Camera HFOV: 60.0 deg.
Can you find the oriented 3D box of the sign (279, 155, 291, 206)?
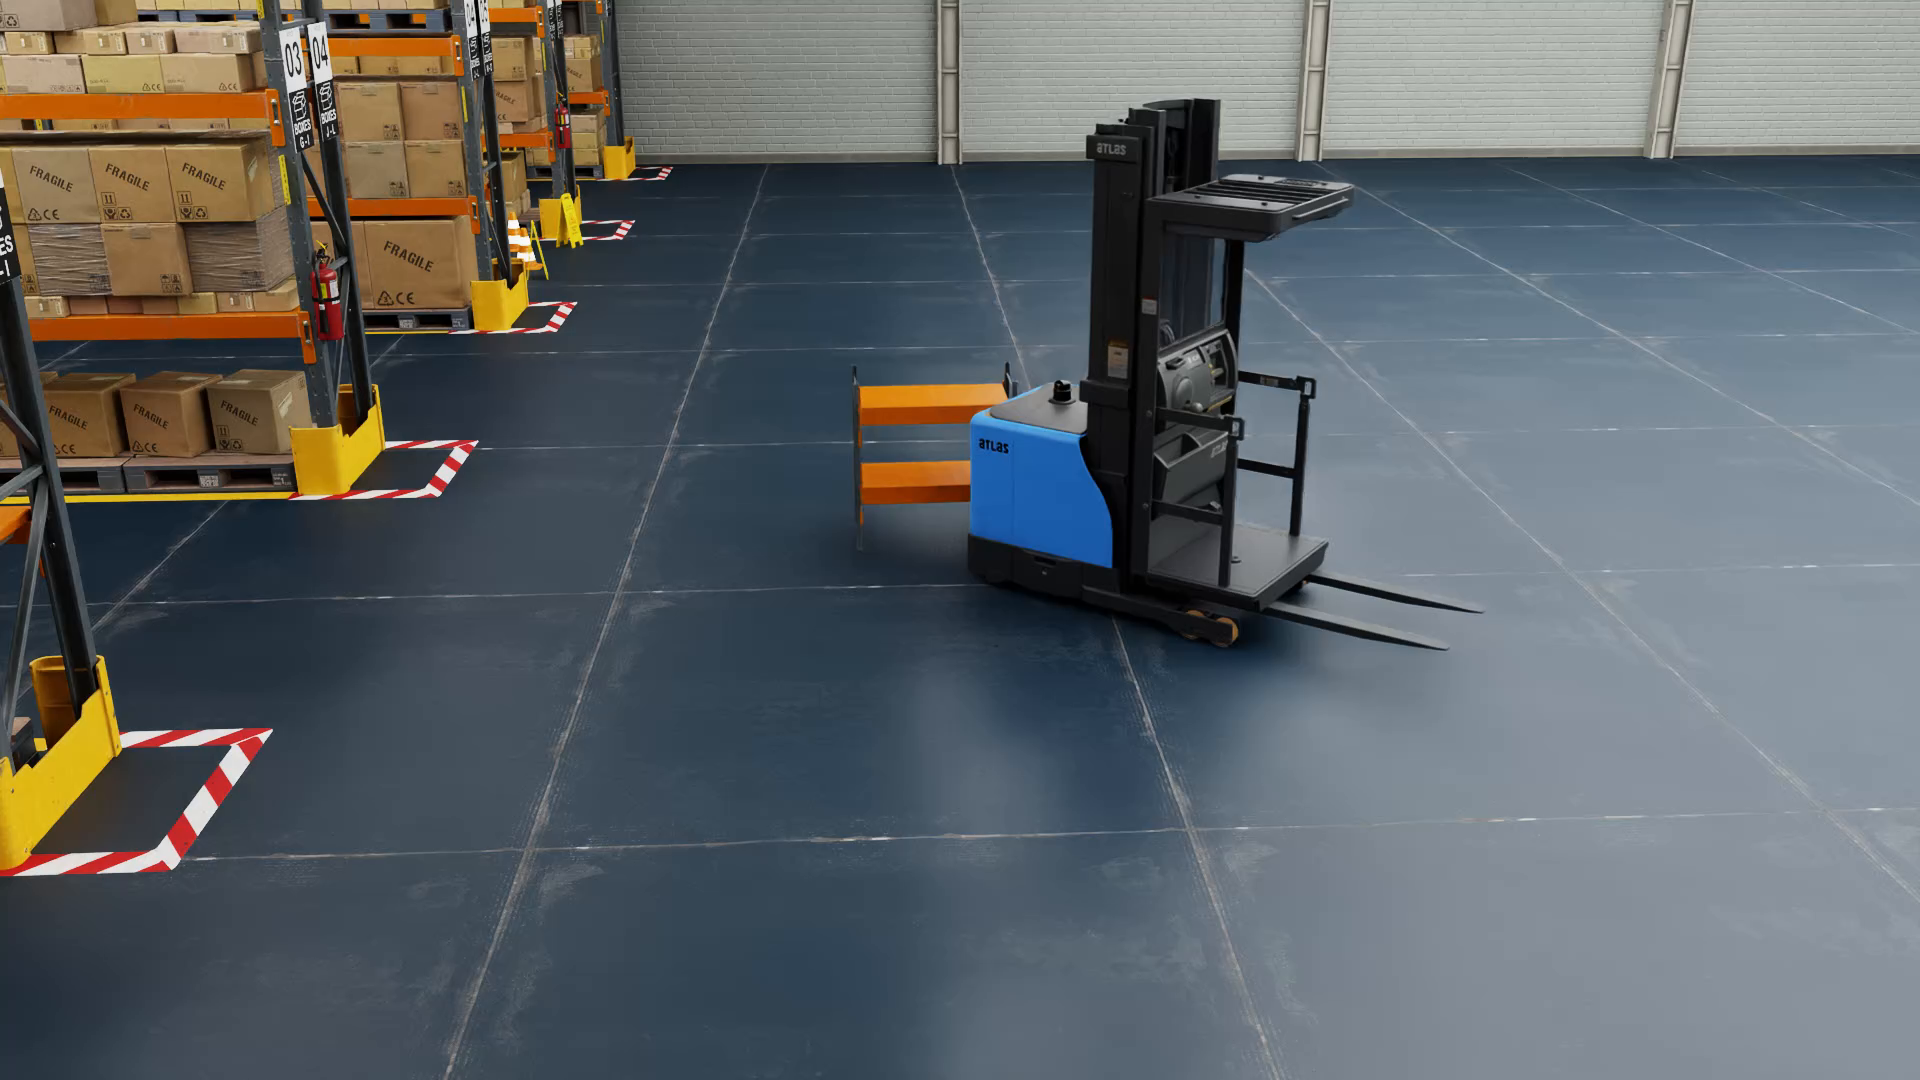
[{"bbox_3d":[-4.548,-2.424,11.201,0.005,0.325,0.100,-1,21,-3],"label":"sign"}]

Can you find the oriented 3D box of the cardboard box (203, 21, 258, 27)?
[{"bbox_3d":[-5.112,-3.557,11.681,0.250,0.149,0.380,-1,21,-2],"label":"cardboard box"}]

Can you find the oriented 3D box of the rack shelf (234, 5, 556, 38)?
[{"bbox_3d":[-7.122,-6.478,20.716,4.000,0.370,1.077,-1,21,-3],"label":"rack shelf"}]

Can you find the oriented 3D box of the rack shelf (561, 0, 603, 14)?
[{"bbox_3d":[-7.409,-8.241,25.347,4.000,0.370,1.077,-1,21,-3],"label":"rack shelf"}]

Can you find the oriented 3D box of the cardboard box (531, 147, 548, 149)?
[{"bbox_3d":[-6.382,-6.234,25.851,0.500,0.250,0.500,-1,21,-4],"label":"cardboard box"}]

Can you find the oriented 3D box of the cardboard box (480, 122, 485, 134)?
[{"bbox_3d":[-5.990,-5.210,20.943,0.250,0.149,0.380,-2,21,-4],"label":"cardboard box"}]

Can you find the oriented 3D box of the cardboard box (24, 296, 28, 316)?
[{"bbox_3d":[-6.577,-1.688,11.692,0.250,0.149,0.380,-1,21,-3],"label":"cardboard box"}]

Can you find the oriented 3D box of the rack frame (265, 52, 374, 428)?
[{"bbox_3d":[-4.560,-1.933,11.982,0.127,3.000,1.000,-1,21,-3],"label":"rack frame"}]

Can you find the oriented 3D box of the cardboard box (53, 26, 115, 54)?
[{"bbox_3d":[-5.856,-3.352,11.144,0.250,0.149,0.380,-1,21,-2],"label":"cardboard box"}]

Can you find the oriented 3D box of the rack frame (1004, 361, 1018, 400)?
[{"bbox_3d":[0.332,-0.576,11.052,0.032,1.125,0.500,-2,21,-4],"label":"rack frame"}]

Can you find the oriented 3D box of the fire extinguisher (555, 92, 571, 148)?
[{"bbox_3d":[-4.985,-5.256,20.818,0.183,0.674,0.296,-1,21,-3],"label":"fire extinguisher"}]

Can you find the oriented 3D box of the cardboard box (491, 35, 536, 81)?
[{"bbox_3d":[-5.623,-6.018,20.749,0.500,0.500,0.700,-2,21,-4],"label":"cardboard box"}]

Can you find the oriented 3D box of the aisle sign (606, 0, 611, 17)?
[{"bbox_3d":[-5.330,-8.328,25.126,0.004,0.787,0.394,-1,21,-3],"label":"aisle sign"}]

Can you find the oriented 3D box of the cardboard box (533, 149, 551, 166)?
[{"bbox_3d":[-6.360,-5.999,25.936,0.500,0.250,0.500,-1,21,-3],"label":"cardboard box"}]

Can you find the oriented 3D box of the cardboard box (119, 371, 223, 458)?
[{"bbox_3d":[-5.779,-0.930,12.270,0.500,0.500,0.500,4,21,11],"label":"cardboard box"}]

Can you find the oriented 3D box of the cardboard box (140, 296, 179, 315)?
[{"bbox_3d":[-5.579,-1.708,11.746,0.250,0.149,0.380,-1,21,-3],"label":"cardboard box"}]

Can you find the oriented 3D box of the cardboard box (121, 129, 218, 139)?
[{"bbox_3d":[-5.624,-2.664,11.938,0.500,0.500,0.500,-1,21,-3],"label":"cardboard box"}]

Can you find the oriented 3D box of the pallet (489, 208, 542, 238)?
[{"bbox_3d":[-6.014,-4.144,21.710,1.213,0.211,1.003,-1,21,-3],"label":"pallet"}]

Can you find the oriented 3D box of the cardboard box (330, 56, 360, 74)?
[{"bbox_3d":[-7.653,-5.960,20.596,0.500,0.500,0.700,-2,21,-4],"label":"cardboard box"}]

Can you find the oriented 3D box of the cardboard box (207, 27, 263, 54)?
[{"bbox_3d":[-4.819,-3.334,11.098,0.250,0.149,0.380,-1,21,-3],"label":"cardboard box"}]

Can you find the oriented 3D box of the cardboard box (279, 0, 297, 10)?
[{"bbox_3d":[-6.323,-5.071,15.632,0.250,0.149,0.380,-1,21,-3],"label":"cardboard box"}]

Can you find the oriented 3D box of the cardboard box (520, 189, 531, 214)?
[{"bbox_3d":[-5.946,-4.446,21.858,0.500,0.250,0.500,-1,21,-3],"label":"cardboard box"}]

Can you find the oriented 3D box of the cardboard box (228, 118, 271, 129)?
[{"bbox_3d":[-6.747,-4.214,16.244,0.500,0.550,0.875,-1,21,-3],"label":"cardboard box"}]

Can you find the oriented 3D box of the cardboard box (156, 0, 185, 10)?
[{"bbox_3d":[-7.337,-5.051,15.578,0.250,0.149,0.380,-1,21,-4],"label":"cardboard box"}]

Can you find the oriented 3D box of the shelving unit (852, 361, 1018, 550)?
[{"bbox_3d":[-0.175,-0.561,11.013,1.048,1.125,0.538,-2,21,-4],"label":"shelving unit"}]

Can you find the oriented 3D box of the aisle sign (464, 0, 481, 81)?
[{"bbox_3d":[-4.654,-4.807,15.876,0.004,0.787,0.394,-1,21,-3],"label":"aisle sign"}]

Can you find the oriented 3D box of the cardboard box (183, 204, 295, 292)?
[{"bbox_3d":[-5.110,-2.117,11.907,0.500,0.500,0.875,-1,21,-3],"label":"cardboard box"}]

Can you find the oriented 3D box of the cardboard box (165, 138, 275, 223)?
[{"bbox_3d":[-5.095,-2.487,11.473,0.500,0.500,0.500,-1,21,-3],"label":"cardboard box"}]

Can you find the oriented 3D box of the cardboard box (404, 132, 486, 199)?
[{"bbox_3d":[-5.110,-3.743,16.526,0.550,0.550,0.875,-1,21,-3],"label":"cardboard box"}]

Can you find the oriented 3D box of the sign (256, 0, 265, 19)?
[{"bbox_3d":[-4.548,-3.551,10.772,0.005,0.325,0.100,-1,21,-3],"label":"sign"}]

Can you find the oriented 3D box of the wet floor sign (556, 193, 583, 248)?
[{"bbox_3d":[-4.874,-3.977,20.659,0.232,0.644,0.267,6,22,16],"label":"wet floor sign"}]

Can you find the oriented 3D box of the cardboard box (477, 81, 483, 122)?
[{"bbox_3d":[-6.152,-5.521,20.849,0.500,0.500,0.500,-1,21,-3],"label":"cardboard box"}]

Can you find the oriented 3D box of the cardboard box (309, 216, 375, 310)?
[{"bbox_3d":[-6.293,-2.844,16.772,0.875,0.875,0.875,-1,21,-4],"label":"cardboard box"}]

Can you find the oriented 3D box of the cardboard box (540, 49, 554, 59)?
[{"bbox_3d":[-6.258,-7.460,25.448,0.250,0.149,0.380,-1,21,-2],"label":"cardboard box"}]

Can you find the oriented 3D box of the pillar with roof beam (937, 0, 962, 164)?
[{"bbox_3d":[0.077,-8.919,21.899,0.400,9.000,9.100,-1,21,-3],"label":"pillar with roof beam"}]

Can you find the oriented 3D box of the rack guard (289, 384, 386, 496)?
[{"bbox_3d":[-4.635,-0.763,12.423,0.348,0.500,1.175,-1,21,-3],"label":"rack guard"}]

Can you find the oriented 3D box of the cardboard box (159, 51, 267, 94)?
[{"bbox_3d":[-5.026,-3.165,11.212,0.500,0.250,0.500,-1,21,-2],"label":"cardboard box"}]

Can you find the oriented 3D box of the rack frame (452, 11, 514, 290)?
[{"bbox_3d":[-4.742,-3.697,16.615,0.127,3.000,1.000,-1,21,-3],"label":"rack frame"}]

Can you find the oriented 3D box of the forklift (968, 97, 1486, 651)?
[{"bbox_3d":[1.554,-0.972,9.555,3.031,2.935,1.130,14,25,32],"label":"forklift"}]

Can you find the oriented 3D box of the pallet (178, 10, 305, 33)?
[{"bbox_3d":[-6.703,-5.013,15.980,1.213,0.211,1.003,-1,21,-3],"label":"pallet"}]

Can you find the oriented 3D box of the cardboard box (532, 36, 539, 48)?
[{"bbox_3d":[-6.515,-7.613,25.432,0.250,0.149,0.380,-1,21,-3],"label":"cardboard box"}]

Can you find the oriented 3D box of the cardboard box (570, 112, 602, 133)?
[{"bbox_3d":[-5.854,-6.475,25.780,0.500,0.250,0.500,0,21,-1],"label":"cardboard box"}]

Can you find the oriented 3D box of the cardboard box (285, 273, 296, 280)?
[{"bbox_3d":[-4.858,-1.894,12.234,0.250,0.149,0.380,-1,21,-3],"label":"cardboard box"}]

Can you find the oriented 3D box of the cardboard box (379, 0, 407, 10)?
[{"bbox_3d":[-5.306,-5.092,15.687,0.250,0.149,0.380,-1,21,-3],"label":"cardboard box"}]

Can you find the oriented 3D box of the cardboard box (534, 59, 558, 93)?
[{"bbox_3d":[-6.407,-7.153,25.551,0.500,0.500,0.500,-1,21,-1],"label":"cardboard box"}]
